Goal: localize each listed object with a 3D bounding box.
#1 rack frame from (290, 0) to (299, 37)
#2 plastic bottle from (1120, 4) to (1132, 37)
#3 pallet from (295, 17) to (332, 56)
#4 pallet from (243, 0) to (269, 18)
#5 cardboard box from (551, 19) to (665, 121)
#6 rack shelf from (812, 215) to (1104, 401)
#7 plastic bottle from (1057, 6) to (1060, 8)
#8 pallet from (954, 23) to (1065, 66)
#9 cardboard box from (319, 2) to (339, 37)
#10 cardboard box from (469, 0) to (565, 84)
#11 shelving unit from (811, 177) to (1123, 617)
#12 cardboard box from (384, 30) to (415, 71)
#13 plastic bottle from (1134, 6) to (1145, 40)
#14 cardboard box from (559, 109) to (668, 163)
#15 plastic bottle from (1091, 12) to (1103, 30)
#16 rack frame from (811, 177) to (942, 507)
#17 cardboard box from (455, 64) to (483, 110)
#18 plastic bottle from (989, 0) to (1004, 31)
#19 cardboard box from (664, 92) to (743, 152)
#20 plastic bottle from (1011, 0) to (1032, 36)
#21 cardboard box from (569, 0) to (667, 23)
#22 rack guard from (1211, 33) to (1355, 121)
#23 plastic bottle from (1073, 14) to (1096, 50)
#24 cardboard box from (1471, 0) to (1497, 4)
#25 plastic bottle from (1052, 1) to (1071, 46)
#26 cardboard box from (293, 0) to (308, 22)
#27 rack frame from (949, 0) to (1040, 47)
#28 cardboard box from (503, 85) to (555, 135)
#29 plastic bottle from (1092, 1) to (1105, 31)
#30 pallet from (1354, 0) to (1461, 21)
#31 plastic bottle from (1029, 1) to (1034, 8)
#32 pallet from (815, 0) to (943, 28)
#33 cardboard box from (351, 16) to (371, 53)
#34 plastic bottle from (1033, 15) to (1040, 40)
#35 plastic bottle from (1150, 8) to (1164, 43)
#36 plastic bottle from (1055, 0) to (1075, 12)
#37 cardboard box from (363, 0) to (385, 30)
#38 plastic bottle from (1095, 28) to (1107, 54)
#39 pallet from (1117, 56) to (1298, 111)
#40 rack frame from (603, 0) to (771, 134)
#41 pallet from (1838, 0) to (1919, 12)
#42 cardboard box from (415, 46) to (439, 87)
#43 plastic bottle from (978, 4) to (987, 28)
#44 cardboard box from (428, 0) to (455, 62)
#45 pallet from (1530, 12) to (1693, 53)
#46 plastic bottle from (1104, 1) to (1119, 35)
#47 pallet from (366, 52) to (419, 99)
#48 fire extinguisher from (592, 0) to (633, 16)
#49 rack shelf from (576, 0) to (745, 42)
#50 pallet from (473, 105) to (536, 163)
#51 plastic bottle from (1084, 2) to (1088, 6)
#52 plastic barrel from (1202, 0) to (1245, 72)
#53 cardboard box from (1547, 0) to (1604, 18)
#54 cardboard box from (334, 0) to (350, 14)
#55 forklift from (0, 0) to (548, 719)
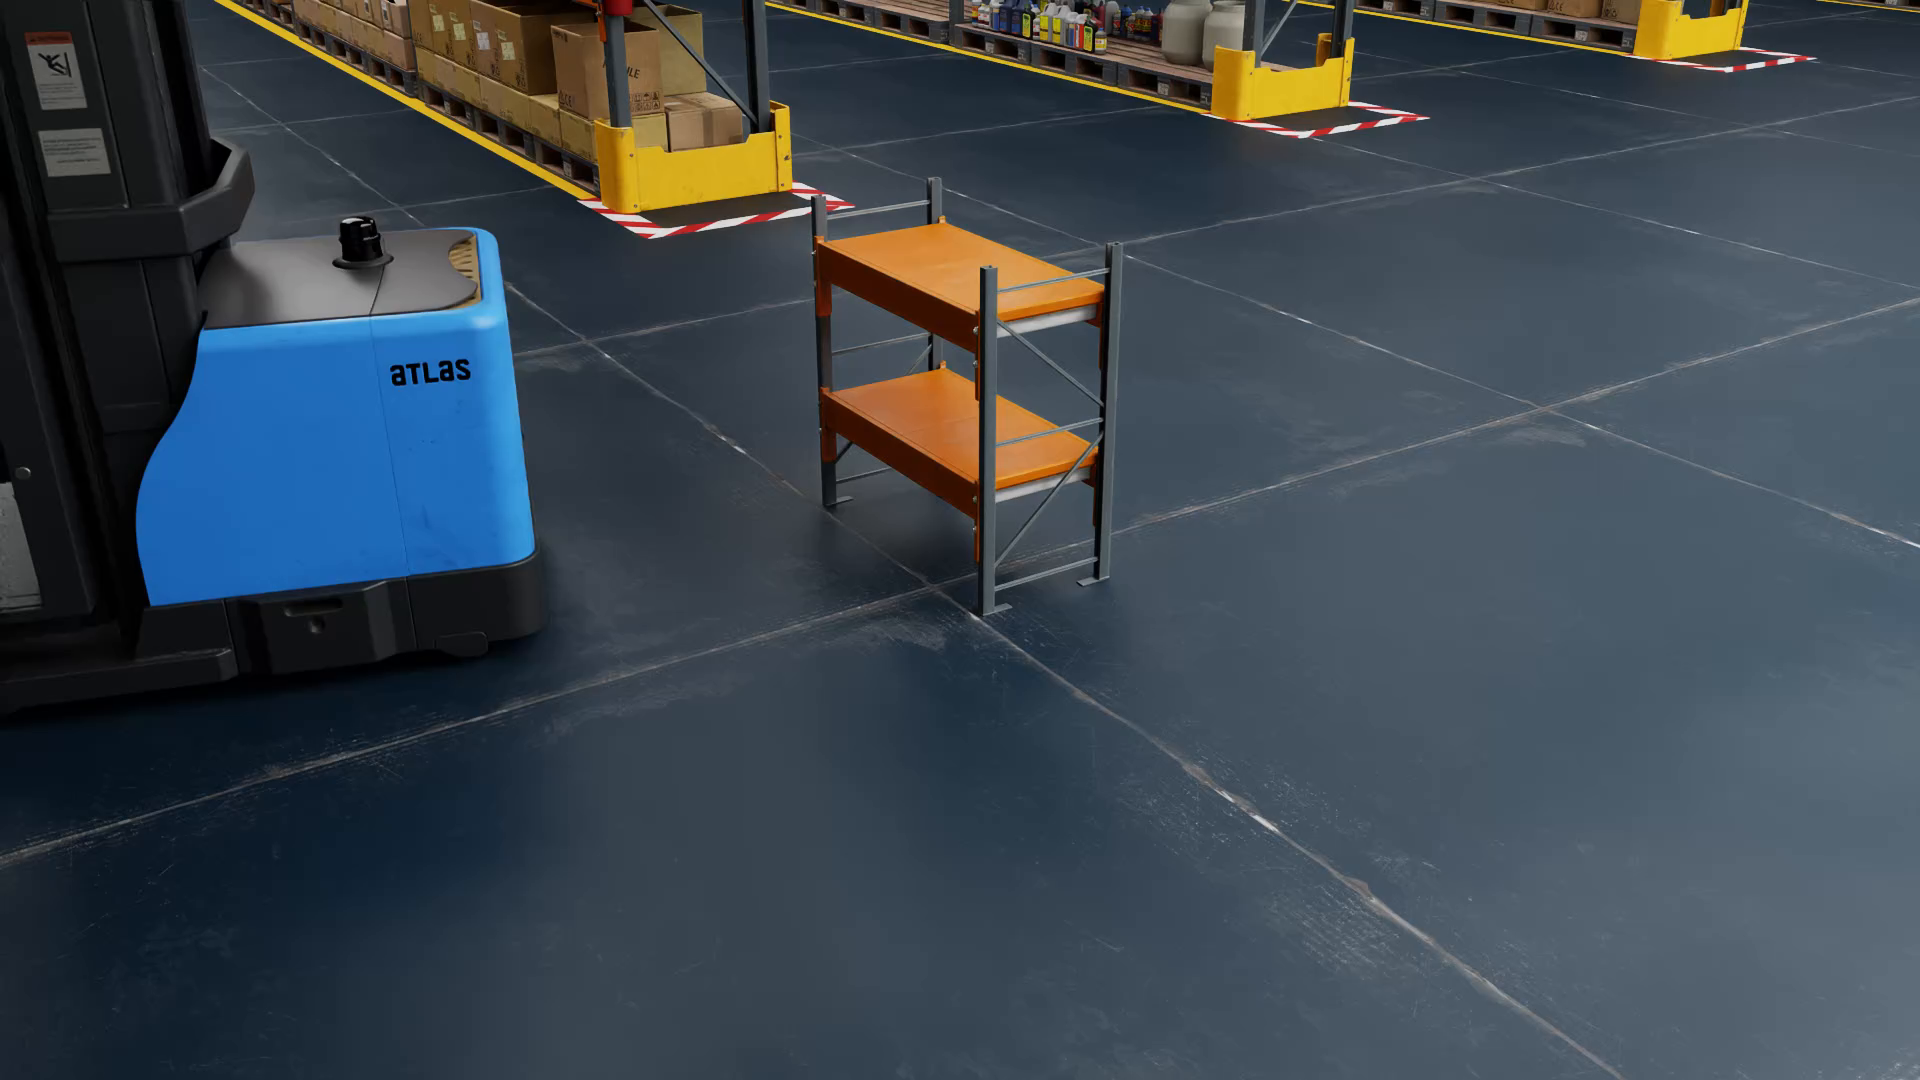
[{"bbox_3d":[-5.987,-6.344,15.675,1.000,3.000,0.127,-16,29,-30],"label":"rack frame"},{"bbox_3d":[1.452,-4.553,14.561,0.097,0.271,0.097,0,25,0],"label":"plastic bottle"},{"bbox_3d":[-5.570,-4.780,15.627,1.003,0.211,1.213,-16,29,-30],"label":"pallet"},{"bbox_3d":[-7.025,-5.795,17.778,1.003,0.211,1.213,-16,29,-30],"label":"pallet"},{"bbox_3d":[-2.162,-2.891,10.210,0.500,0.500,0.500,-16,29,-30],"label":"cardboard box"},{"bbox_3d":[-0.004,-0.776,5.390,0.538,0.278,1.000,-16,29,-30],"label":"rack shelf"},{"bbox_3d":[0.888,-4.472,14.385,0.152,0.276,0.135,-16,29,-30],"label":"plastic bottle"},{"bbox_3d":[0.681,-4.555,15.153,1.003,0.211,1.213,-16,29,-30],"label":"pallet"},{"bbox_3d":[-5.383,-4.671,14.859,0.500,0.250,0.500,-16,30,-31],"label":"cardboard box"},{"bbox_3d":[-2.992,-3.424,11.340,0.500,0.500,0.500,-16,29,-30],"label":"cardboard box"},{"bbox_3d":[-0.004,-0.511,5.515,0.538,1.125,1.048,-16,29,-30],"label":"shelving unit"},{"bbox_3d":[-4.272,-3.941,13.313,0.500,0.250,0.500,-16,30,-30],"label":"cardboard box"},{"bbox_3d":[1.562,-4.480,14.408,0.097,0.271,0.097,0,25,0],"label":"plastic bottle"},{"bbox_3d":[-2.160,-2.552,10.371,0.500,0.250,0.500,-16,29,-30],"label":"cardboard box"},{"bbox_3d":[1.137,-4.283,13.975,0.061,0.283,0.133,-16,29,-30],"label":"plastic bottle"},{"bbox_3d":[-0.281,-0.693,5.900,0.500,1.125,0.032,-16,29,-30],"label":"rack frame"},{"bbox_3d":[-3.267,-3.263,11.878,0.500,0.250,0.500,-16,29,-30],"label":"cardboard box"},{"bbox_3d":[0.355,-4.708,14.885,0.152,0.276,0.135,-14,29,-28],"label":"plastic bottle"},{"bbox_3d":[-1.726,-2.673,10.627,0.500,0.250,0.500,-16,29,-30],"label":"cardboard box"},{"bbox_3d":[0.545,-4.614,14.599,0.144,0.351,0.185,-17,30,-32],"label":"plastic bottle"},{"bbox_3d":[-2.284,-3.366,11.217,0.500,0.500,0.500,-16,29,-30],"label":"cardboard box"},{"bbox_3d":[2.452,-3.521,12.624,1.175,0.500,0.348,-16,29,-30],"label":"rack guard"},{"bbox_3d":[1.048,-4.254,13.923,0.152,0.276,0.135,-15,29,-29],"label":"plastic bottle"},{"bbox_3d":[5.407,-5.721,16.791,0.500,0.500,0.500,-19,31,-34],"label":"cardboard box"},{"bbox_3d":[0.879,-4.396,14.136,0.144,0.351,0.185,-14,29,-27],"label":"plastic bottle"},{"bbox_3d":[-5.947,-5.035,15.630,0.500,0.250,0.500,-16,29,-30],"label":"cardboard box"},{"bbox_3d":[0.349,-6.066,15.087,1.000,3.000,0.127,-16,29,-30],"label":"rack frame"},{"bbox_3d":[-2.717,-2.907,11.122,0.500,0.250,0.500,-16,29,-30],"label":"cardboard box"},{"bbox_3d":[1.220,-4.606,14.659,0.061,0.283,0.133,-16,29,-30],"label":"plastic bottle"},{"bbox_3d":[4.895,-5.728,17.636,1.003,0.211,1.213,-16,29,-30],"label":"pallet"},{"bbox_3d":[0.622,-4.622,14.709,0.097,0.271,0.097,0,25,0],"label":"plastic bottle"},{"bbox_3d":[-0.782,-5.514,17.183,1.003,0.211,1.213,-16,29,-30],"label":"pallet"},{"bbox_3d":[-4.827,-4.305,14.084,0.500,0.250,0.500,-15,29,-28],"label":"cardboard box"},{"bbox_3d":[0.680,-4.440,14.405,0.097,0.201,0.097,0,25,0],"label":"plastic bottle"},{"bbox_3d":[1.696,-4.413,14.250,0.061,0.283,0.133,-15,29,-29],"label":"plastic bottle"},{"bbox_3d":[0.936,-4.758,14.991,0.152,0.276,0.135,-16,29,-30],"label":"plastic bottle"},{"bbox_3d":[-4.554,-4.376,13.578,0.500,0.311,0.500,-15,29,-28],"label":"cardboard box"},{"bbox_3d":[1.163,-4.124,13.735,0.097,0.201,0.097,0,25,0],"label":"plastic bottle"},{"bbox_3d":[2.013,-3.683,13.304,1.003,0.211,1.213,-16,29,-30],"label":"pallet"},{"bbox_3d":[-1.620,-3.483,9.614,1.000,3.000,0.127,-16,29,-30],"label":"rack frame"},{"bbox_3d":[10.391,-5.916,18.036,1.003,0.211,1.213,-16,29,-30],"label":"pallet"},{"bbox_3d":[-3.804,-3.623,12.641,0.500,0.250,0.500,-16,29,-30],"label":"cardboard box"},{"bbox_3d":[0.211,-4.747,15.055,0.097,0.201,0.097,0,25,0],"label":"plastic bottle"},{"bbox_3d":[-3.533,-3.783,12.101,0.500,0.500,0.500,-16,29,-30],"label":"cardboard box"},{"bbox_3d":[6.227,-4.855,15.787,1.003,0.211,1.213,-16,29,-30],"label":"pallet"},{"bbox_3d":[1.309,-4.627,14.713,0.152,0.276,0.135,-15,29,-29],"label":"plastic bottle"},{"bbox_3d":[-4.238,-3.907,13.778,1.003,0.211,1.213,-16,29,-30],"label":"pallet"},{"bbox_3d":[-1.944,-3.297,9.311,0.296,0.674,0.183,-16,29,-30],"label":"fire extinguisher"},{"bbox_3d":[-2.711,-3.873,11.283,1.077,0.370,4.000,-16,29,-30],"label":"rack shelf"},{"bbox_3d":[-2.734,-2.921,11.691,1.003,0.211,1.213,-16,29,-30],"label":"pallet"},{"bbox_3d":[1.171,-4.757,14.979,0.061,0.283,0.133,-13,28,-26],"label":"plastic bottle"},{"bbox_3d":[2.109,-3.918,12.958,0.421,0.512,0.421,0,25,0],"label":"plastic barrel"},{"bbox_3d":[6.001,-5.283,15.862,0.500,0.500,0.500,-8,26,-16],"label":"cardboard box"},{"bbox_3d":[-5.095,-4.736,14.340,0.500,0.311,0.500,-16,30,-30],"label":"cardboard box"},{"bbox_3d":[-2.830,-1.014,4.465,3.031,2.935,1.130,-7,26,-14],"label":"forklift"}]
